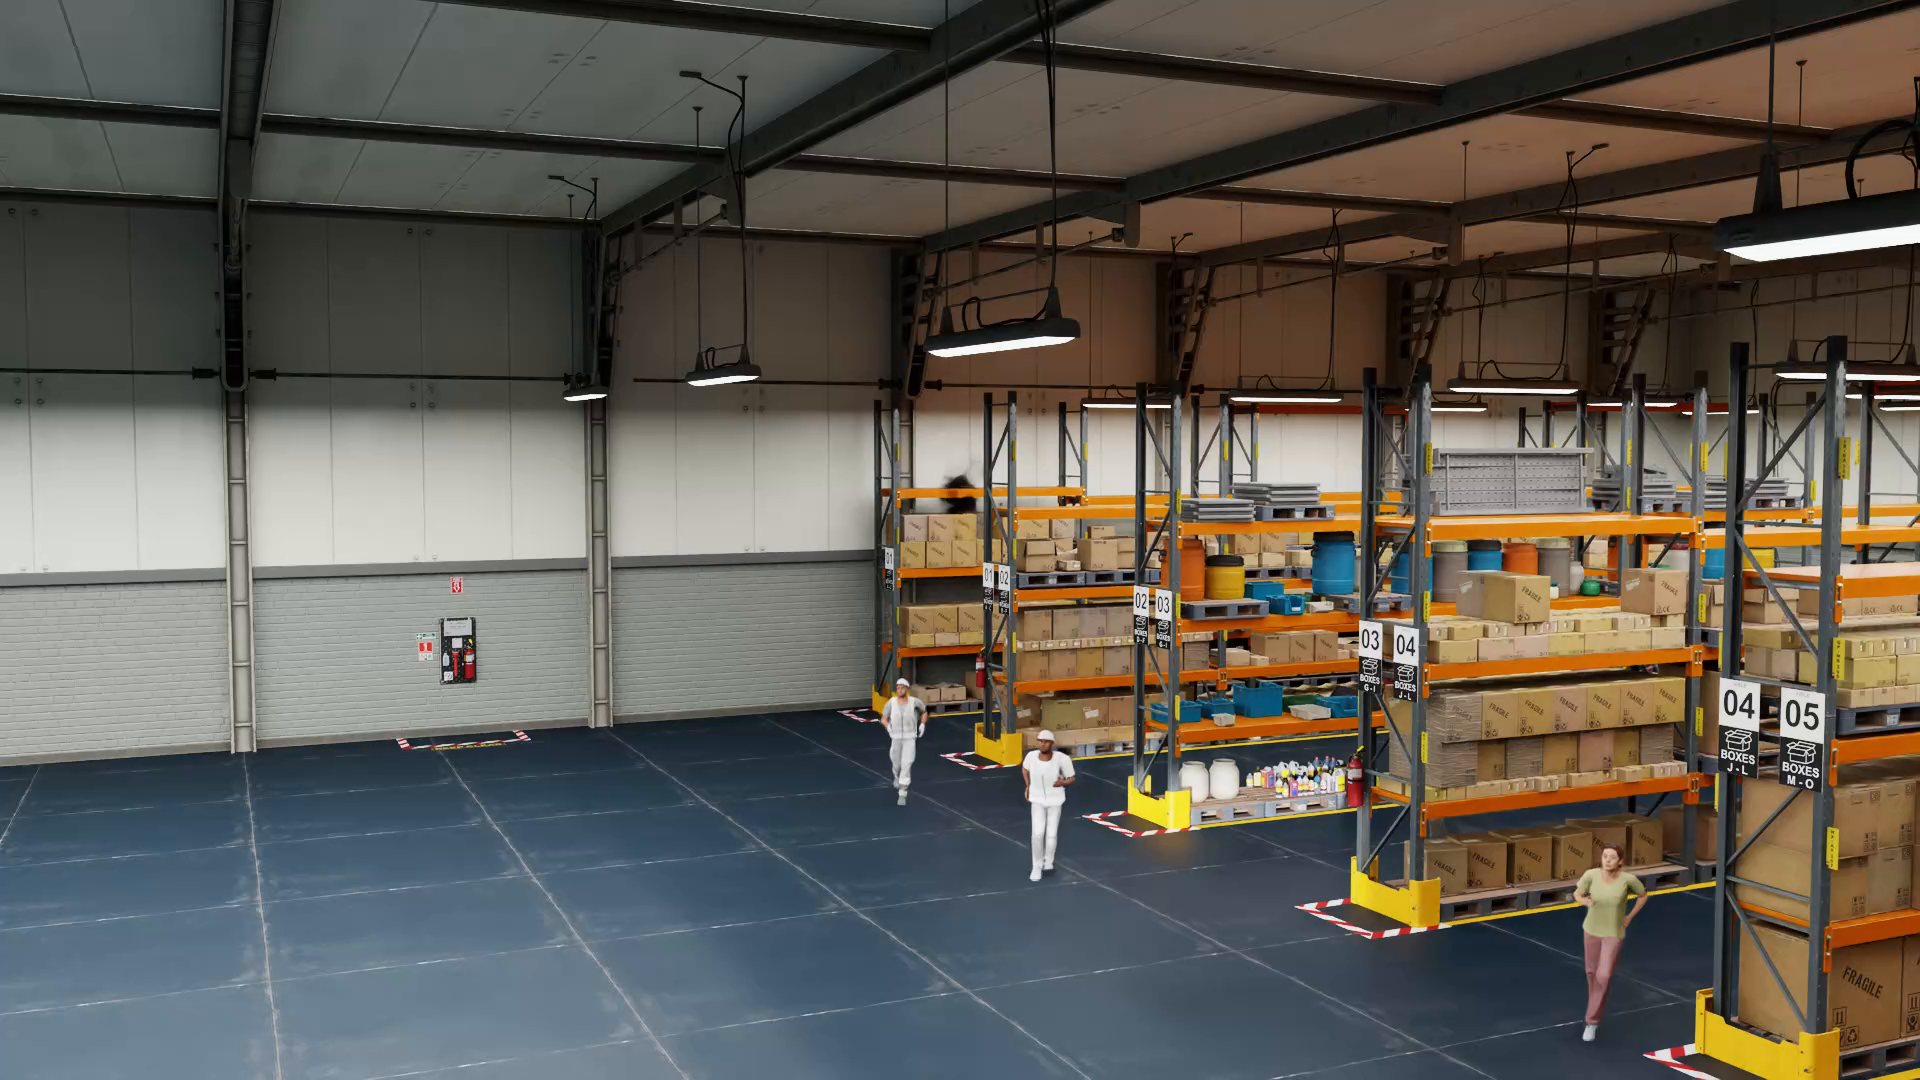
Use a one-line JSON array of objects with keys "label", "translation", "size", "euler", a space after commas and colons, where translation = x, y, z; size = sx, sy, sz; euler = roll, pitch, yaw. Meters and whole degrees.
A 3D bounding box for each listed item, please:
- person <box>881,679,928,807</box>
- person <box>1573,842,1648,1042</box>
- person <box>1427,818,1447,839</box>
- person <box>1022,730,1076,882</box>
[{"label": "person", "translation": [-0.805, 2.881, 24.047], "size": [0.666, 1.784, 0.940], "euler": [0, 3, 6]}, {"label": "person", "translation": [5.669, 3.589, 14.585], "size": [0.563, 1.520, 0.742], "euler": [3, 4, 37]}, {"label": "person", "translation": [5.981, 3.101, 20.962], "size": [0.684, 1.734, 0.592], "euler": [-2, 4, -35]}, {"label": "person", "translation": [1.043, 3.152, 19.740], "size": [0.661, 1.823, 0.747], "euler": [0, 3, 8]}]
